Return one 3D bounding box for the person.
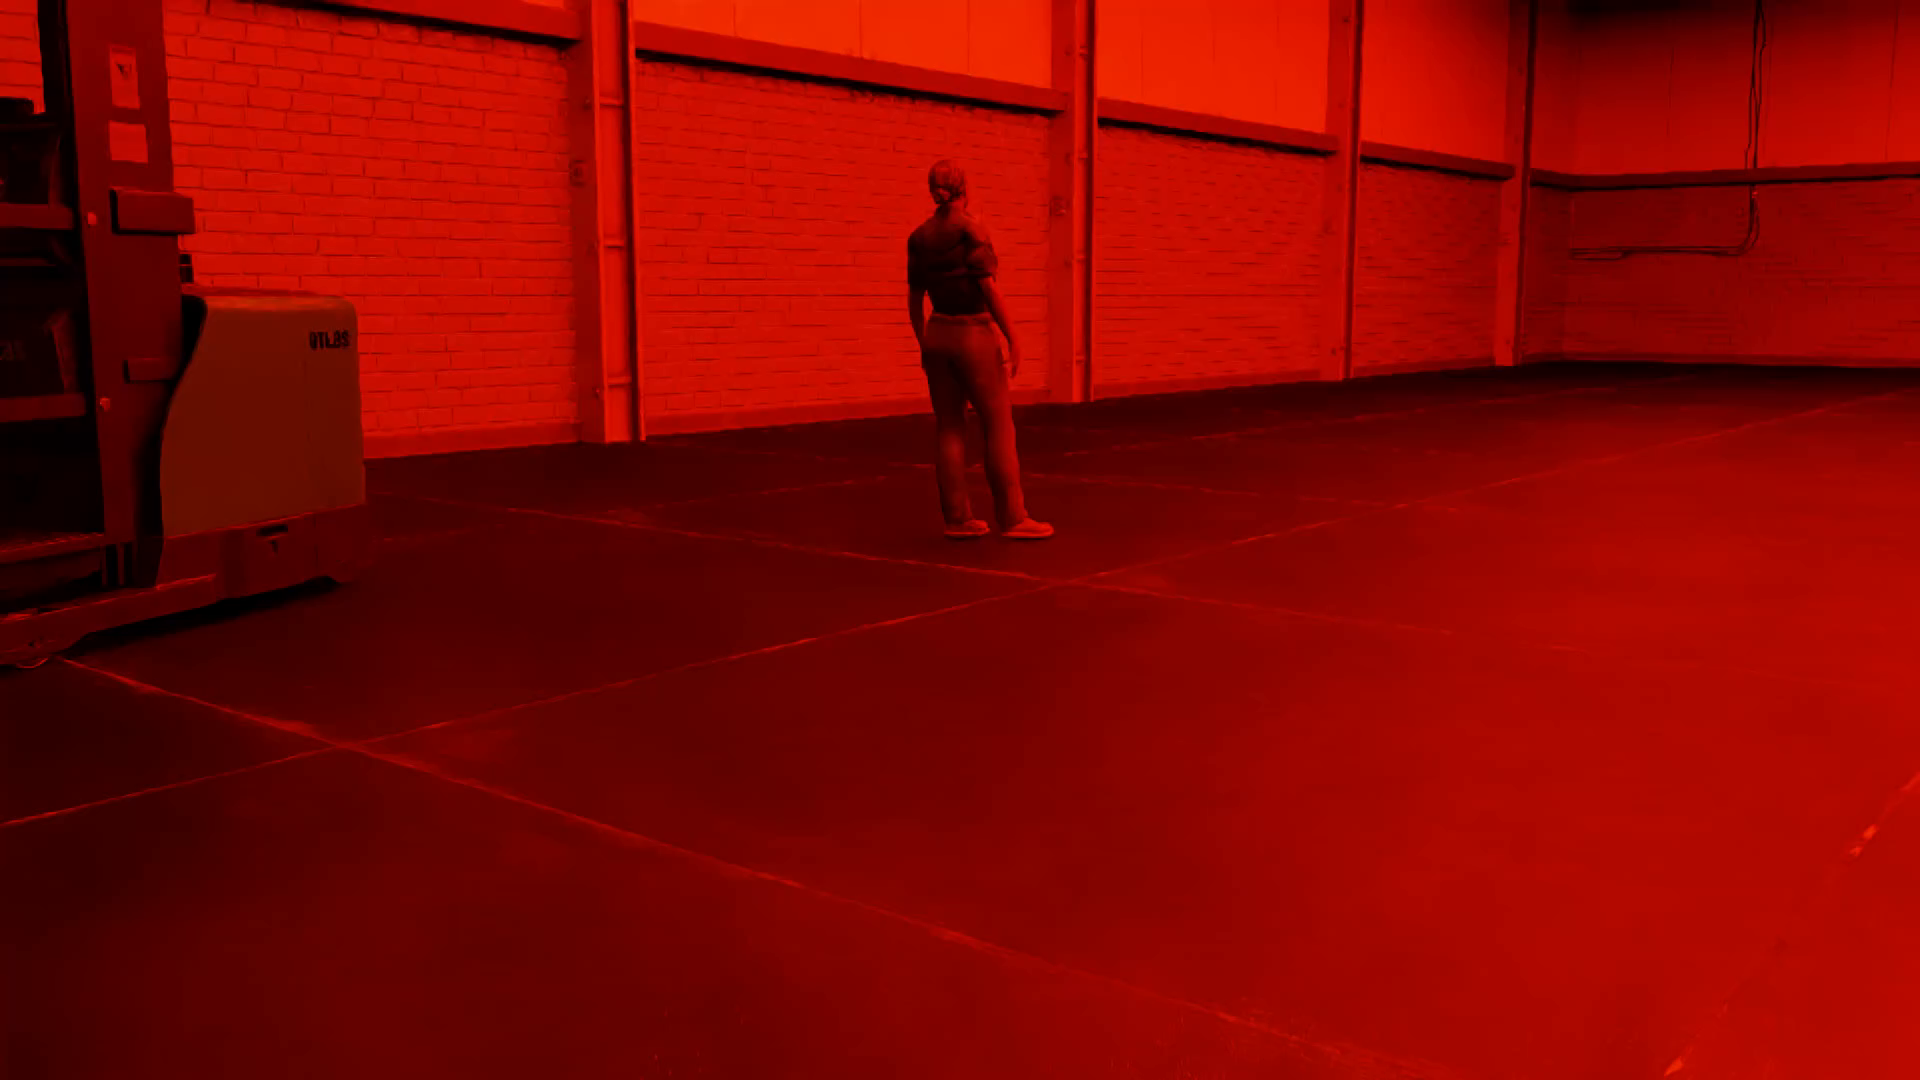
[{"bbox_3d":[0.071,-0.834,7.340,0.570,1.654,0.501,7,11,38],"label":"person"}]

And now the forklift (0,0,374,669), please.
[{"bbox_3d":[-3.176,-1.113,4.887,1.130,2.935,3.031,3,9,19],"label":"forklift"}]
